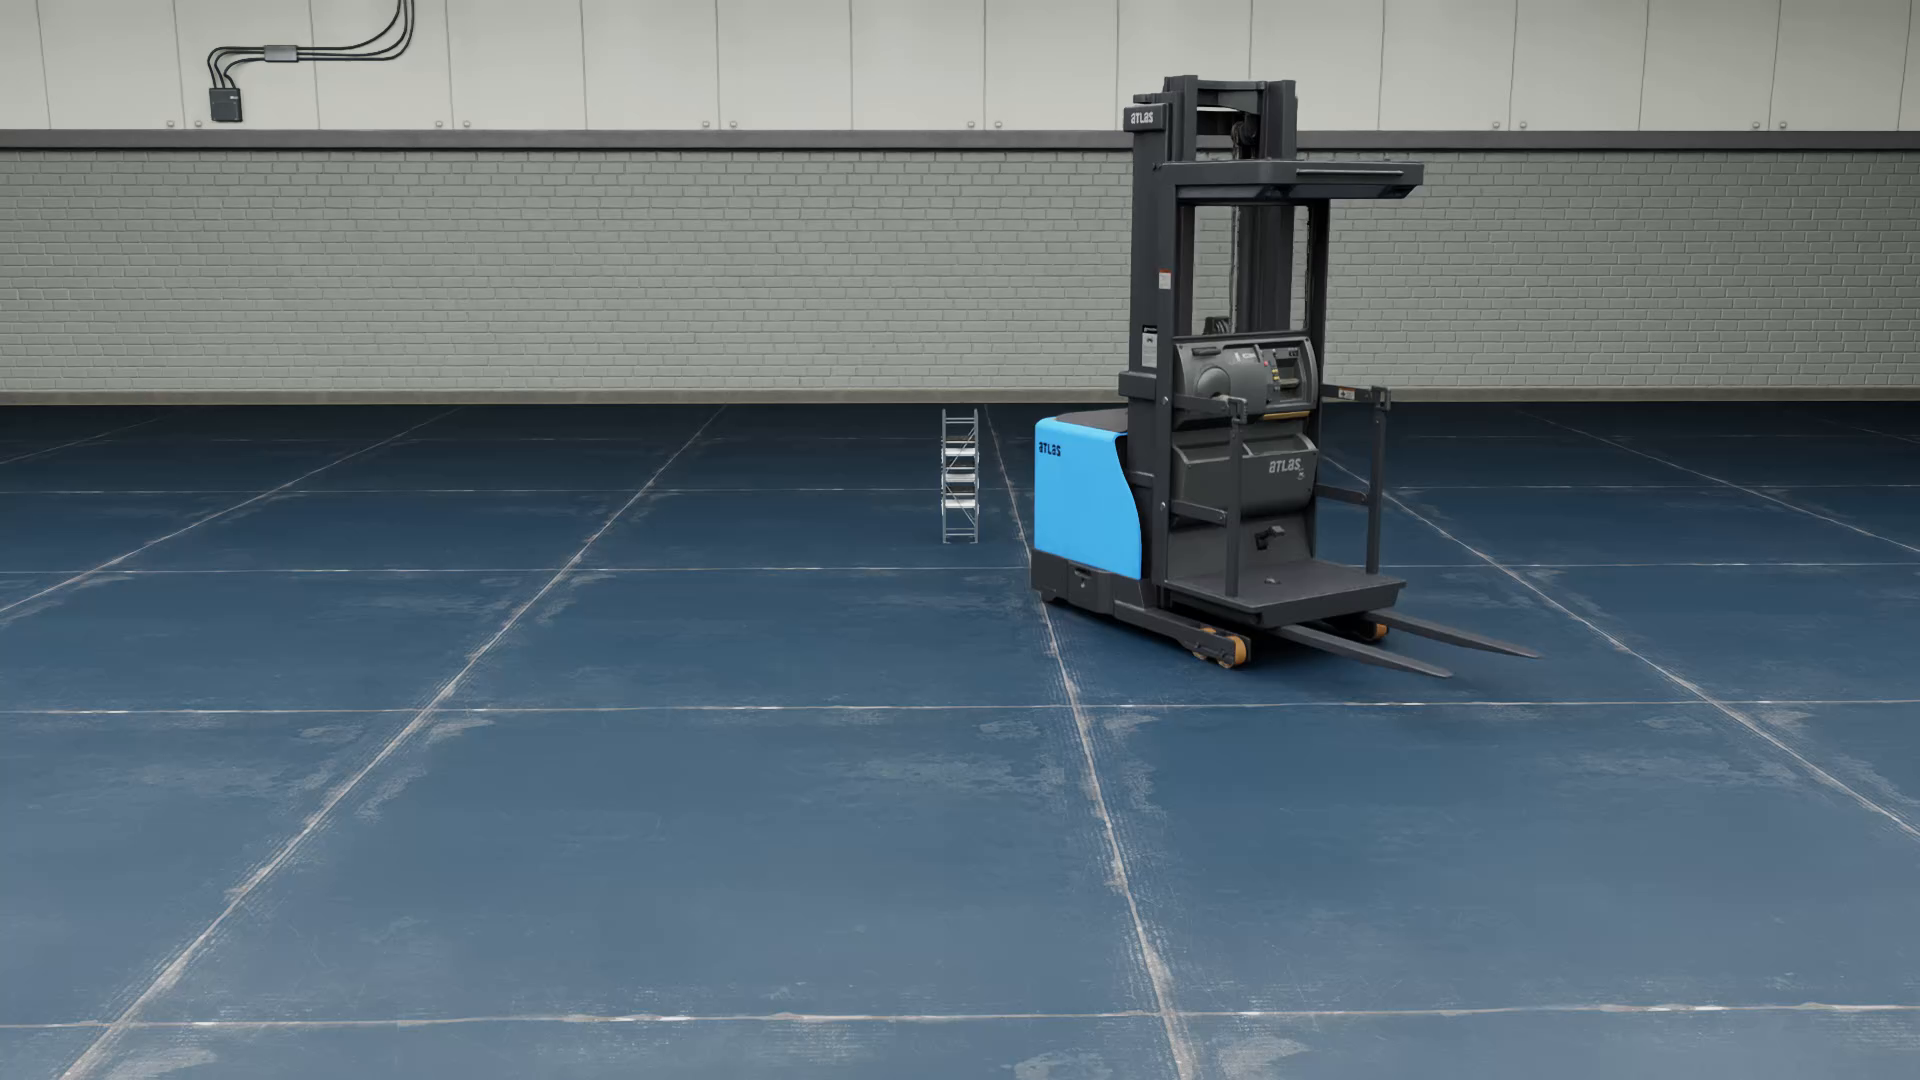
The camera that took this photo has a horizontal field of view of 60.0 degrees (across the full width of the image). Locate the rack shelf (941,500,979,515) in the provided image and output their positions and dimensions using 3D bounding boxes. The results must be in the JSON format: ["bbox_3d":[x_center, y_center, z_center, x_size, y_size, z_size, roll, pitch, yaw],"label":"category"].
[{"bbox_3d":[0.000,-0.230,11.504,0.258,0.077,0.200,0,11,-1],"label":"rack shelf"}]

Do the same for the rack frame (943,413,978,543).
[{"bbox_3d":[0.002,-0.419,11.362,0.240,0.900,0.006,0,11,-1],"label":"rack frame"}]

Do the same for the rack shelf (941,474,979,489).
[{"bbox_3d":[0.000,-0.407,11.468,0.258,0.077,0.200,0,11,-1],"label":"rack shelf"}]

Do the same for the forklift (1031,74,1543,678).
[{"bbox_3d":[1.635,-0.896,8.604,1.130,2.935,3.031,-7,14,-32],"label":"forklift"}]

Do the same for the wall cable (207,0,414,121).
[{"bbox_3d":[-7.215,-7.644,18.050,2.305,6.003,0.169,0,11,-1],"label":"wall cable"}]

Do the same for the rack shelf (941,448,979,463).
[{"bbox_3d":[0.000,-0.583,11.433,0.258,0.077,0.200,0,11,-1],"label":"rack shelf"}]

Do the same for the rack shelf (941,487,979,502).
[{"bbox_3d":[0.000,-0.319,11.486,0.258,0.077,0.200,0,11,-1],"label":"rack shelf"}]

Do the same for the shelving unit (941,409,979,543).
[{"bbox_3d":[0.000,-0.439,11.462,0.258,0.900,0.210,0,11,-1],"label":"shelving unit"}]

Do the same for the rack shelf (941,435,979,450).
[{"bbox_3d":[0.000,-0.671,11.415,0.258,0.077,0.200,0,11,-1],"label":"rack shelf"}]

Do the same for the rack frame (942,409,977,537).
[{"bbox_3d":[-0.002,-0.460,11.561,0.240,0.900,0.006,0,11,-1],"label":"rack frame"}]

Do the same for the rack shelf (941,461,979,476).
[{"bbox_3d":[0.000,-0.495,11.450,0.258,0.077,0.200,0,11,-1],"label":"rack shelf"}]
